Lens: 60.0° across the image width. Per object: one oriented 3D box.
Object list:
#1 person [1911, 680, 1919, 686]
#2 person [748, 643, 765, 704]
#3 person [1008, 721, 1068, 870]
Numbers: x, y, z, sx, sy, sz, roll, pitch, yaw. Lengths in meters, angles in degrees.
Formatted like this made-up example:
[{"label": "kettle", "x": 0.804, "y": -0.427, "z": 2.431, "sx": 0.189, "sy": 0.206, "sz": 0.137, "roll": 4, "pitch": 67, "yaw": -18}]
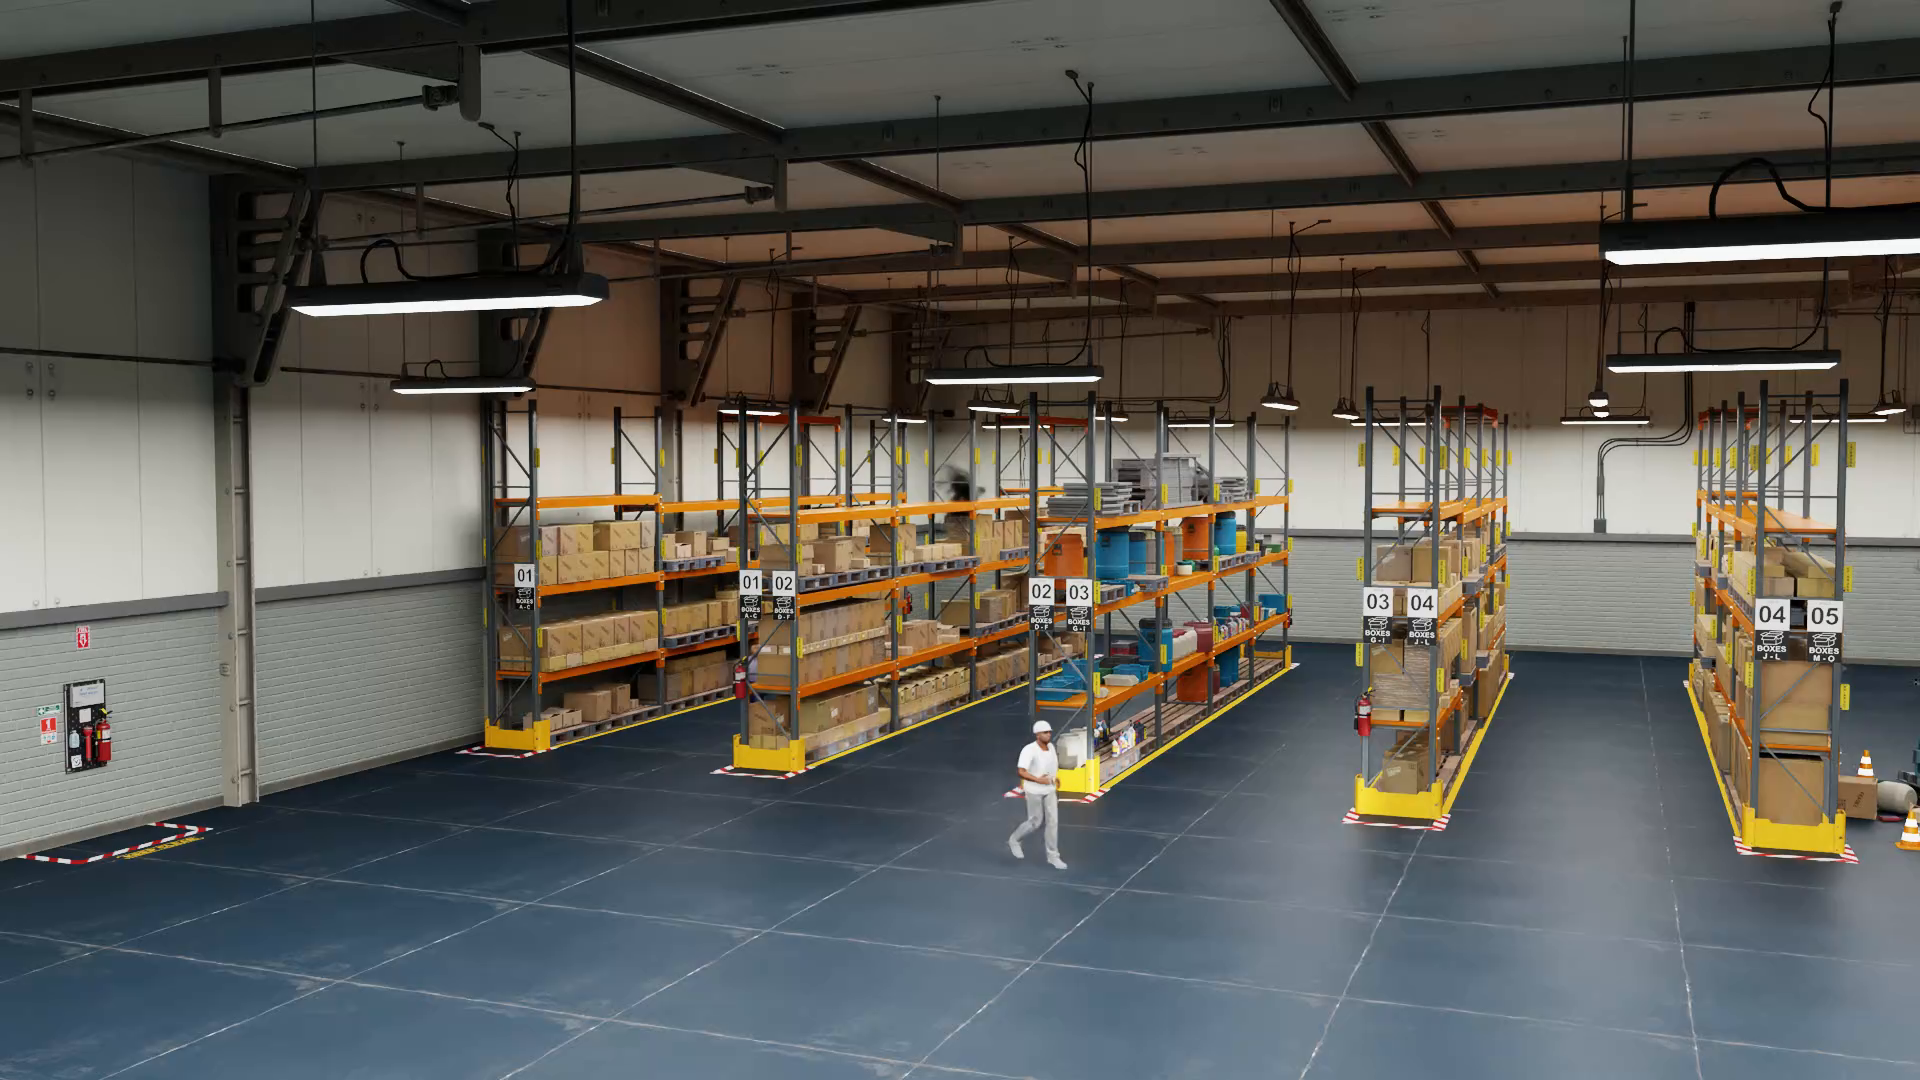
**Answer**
[{"label": "person", "x": 21.086, "y": 2.376, "z": 35.973, "sx": 0.886, "sy": 1.651, "sz": 0.650, "roll": 2, "pitch": 4, "yaw": 37}, {"label": "person", "x": -3.684, "y": 2.679, "z": 29.903, "sx": 0.608, "sy": 1.647, "sz": 0.880, "roll": 1, "pitch": 3, "yaw": 16}, {"label": "person", "x": 0.976, "y": 3.105, "z": 20.465, "sx": 0.724, "sy": 1.782, "sz": 0.865, "roll": -3, "pitch": 4, "yaw": -44}]
